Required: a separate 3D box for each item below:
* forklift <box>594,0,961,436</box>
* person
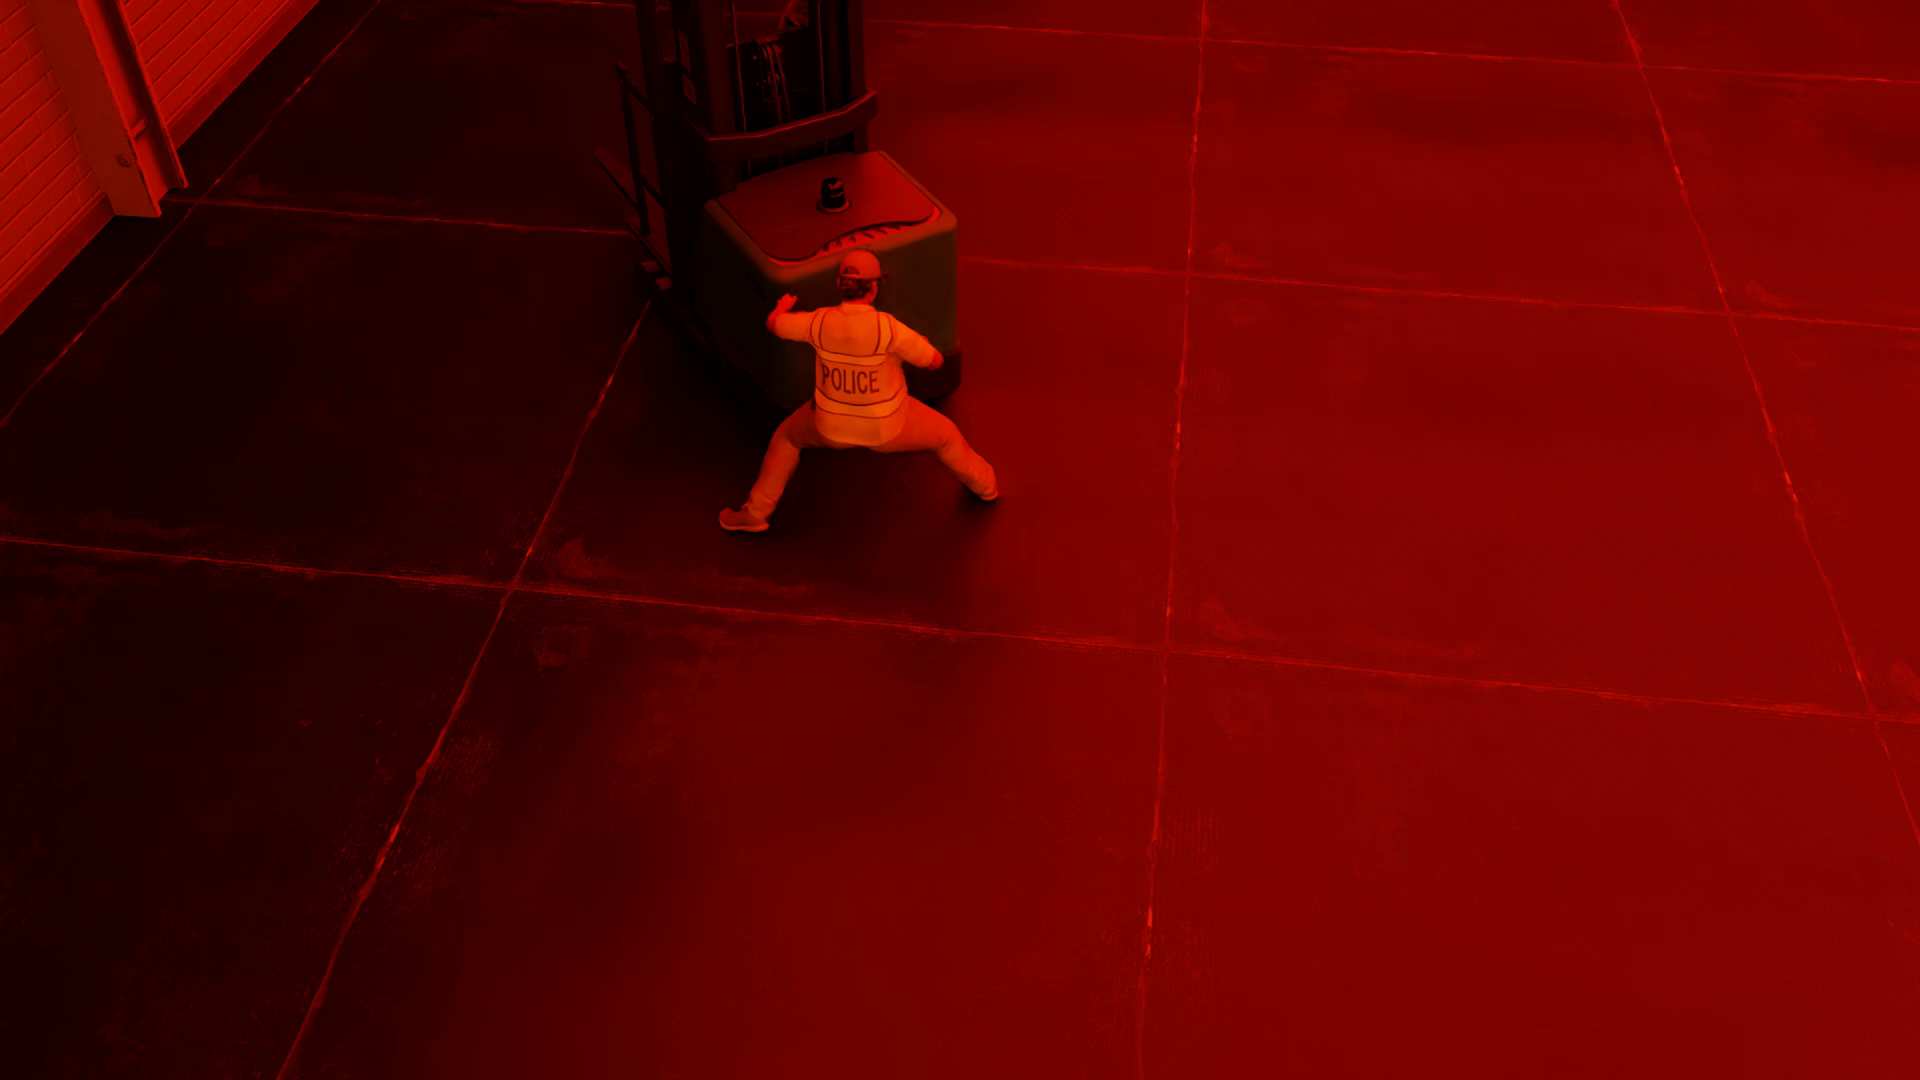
[{"bbox_3d":[-1.178,-2.530,8.479,1.130,2.935,3.031,-22,47,-22],"label":"forklift"},{"bbox_3d":[-0.474,-0.713,7.583,1.279,1.461,0.798,7,43,8],"label":"person"}]
